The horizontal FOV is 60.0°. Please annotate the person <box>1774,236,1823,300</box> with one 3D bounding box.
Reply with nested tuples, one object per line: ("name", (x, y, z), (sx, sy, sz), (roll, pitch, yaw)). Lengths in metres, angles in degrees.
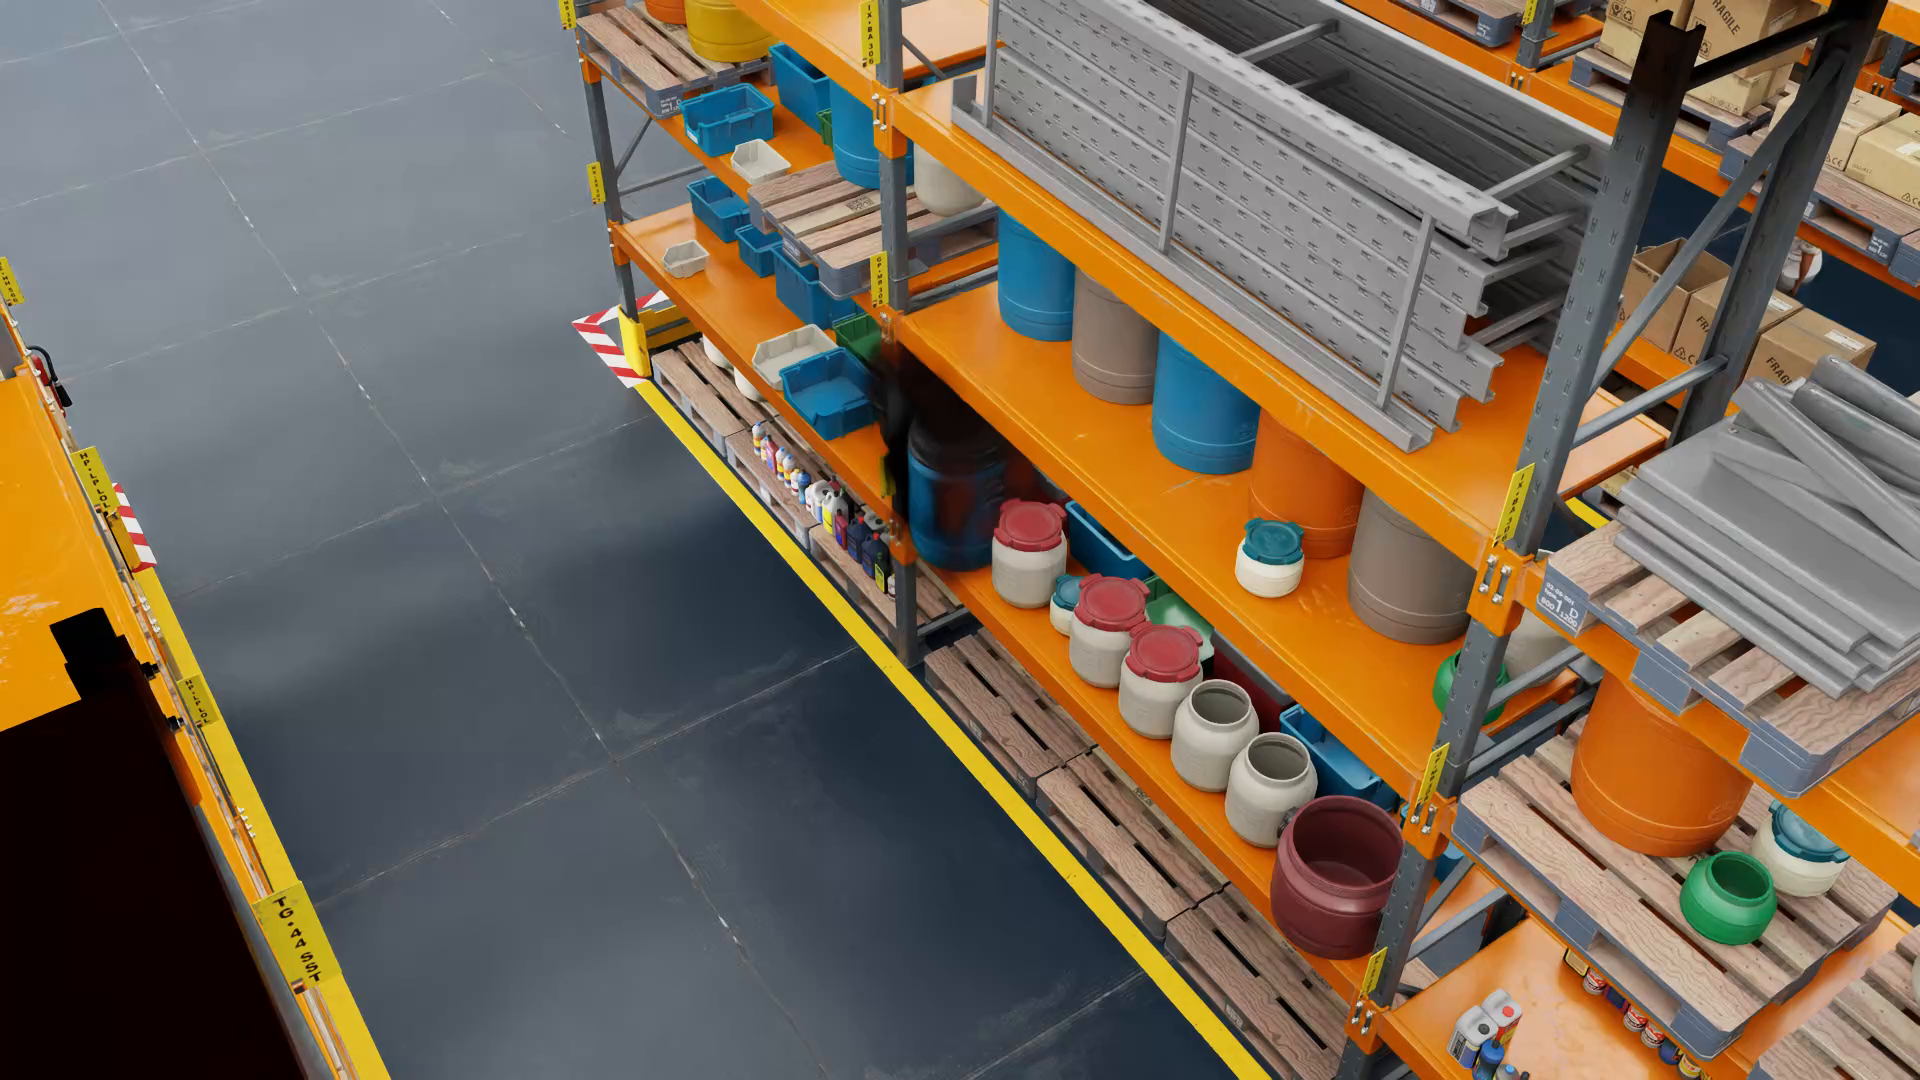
("person", (6.414, -2.070, 12.787), (0.481, 1.632, 0.646), (-27, 49, -26))
